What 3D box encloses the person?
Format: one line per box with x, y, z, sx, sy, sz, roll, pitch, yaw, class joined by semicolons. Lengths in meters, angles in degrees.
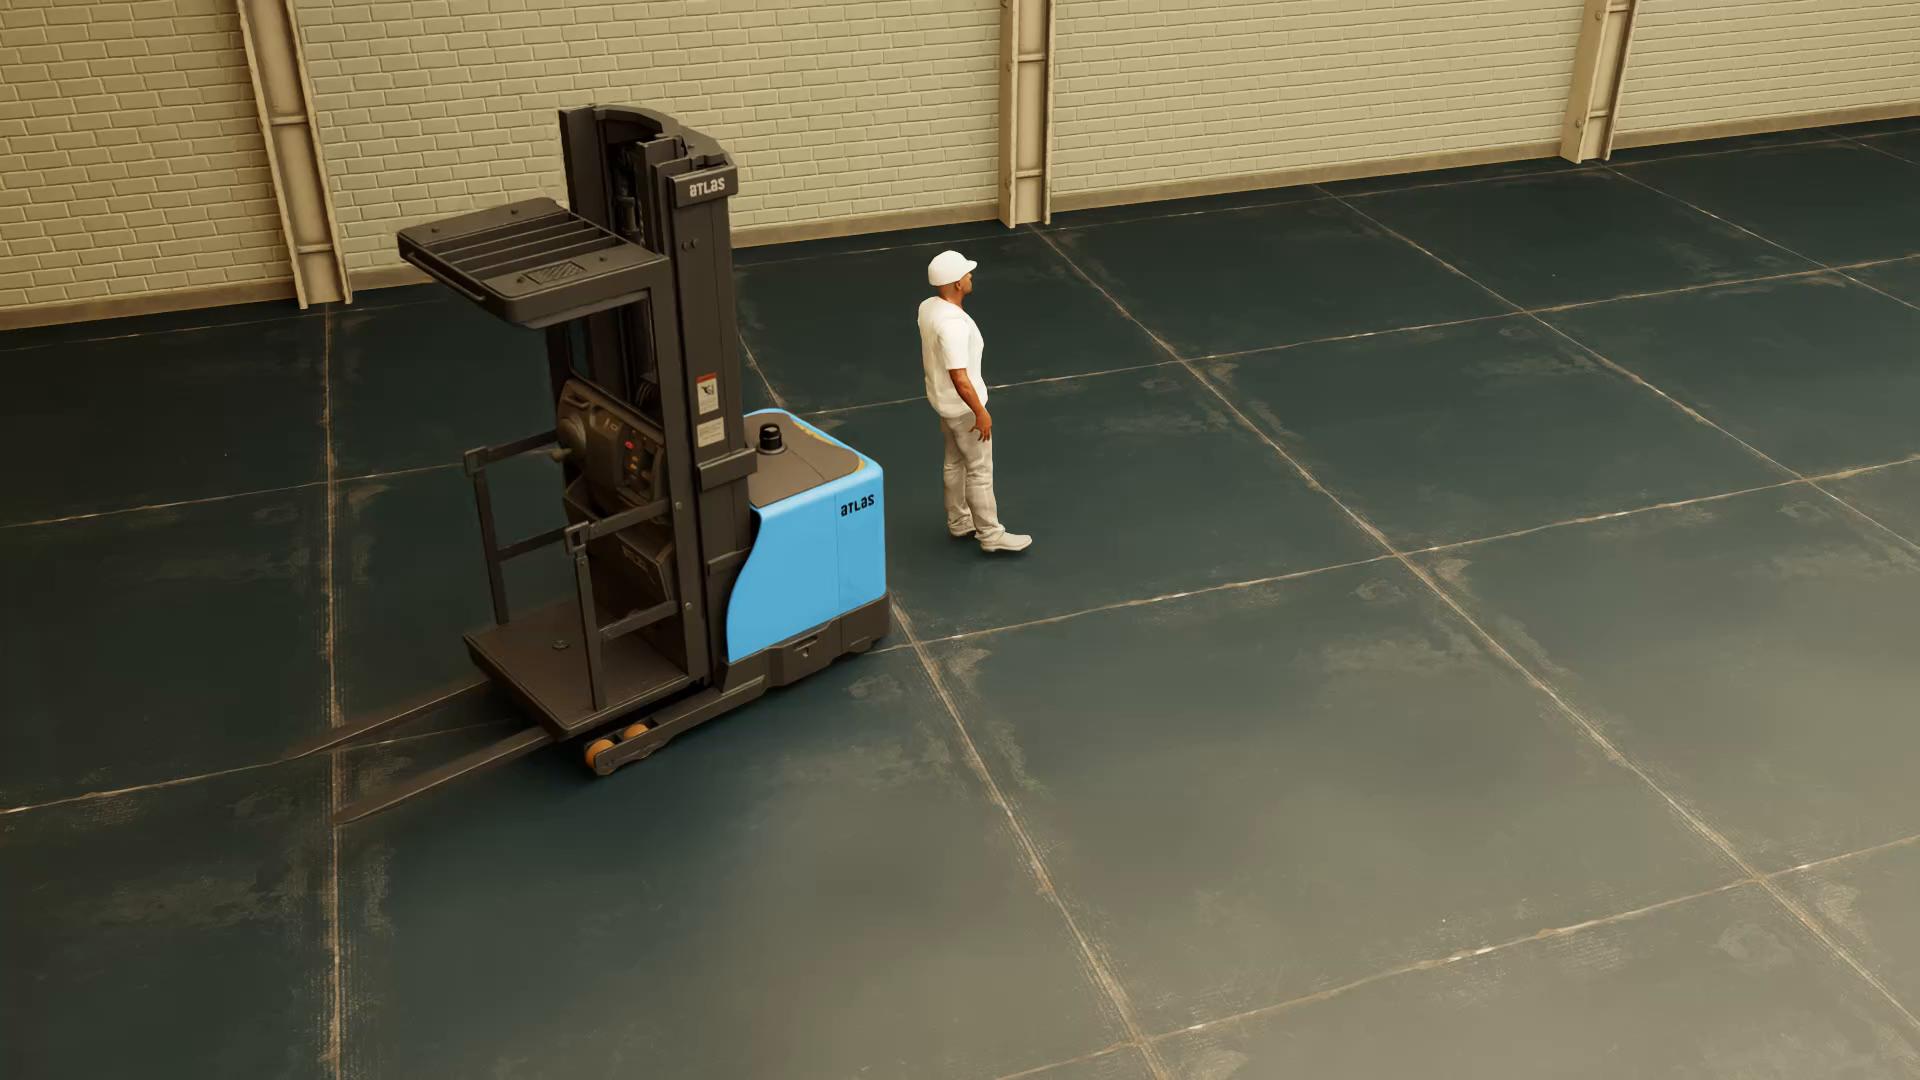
0.067;-0.815;9.576;0.577;1.765;0.665;-10;31;-16;person

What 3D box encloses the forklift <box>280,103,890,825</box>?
-1.831;-0.430;7.834;3.031;2.935;1.130;-23;37;-34;forklift
